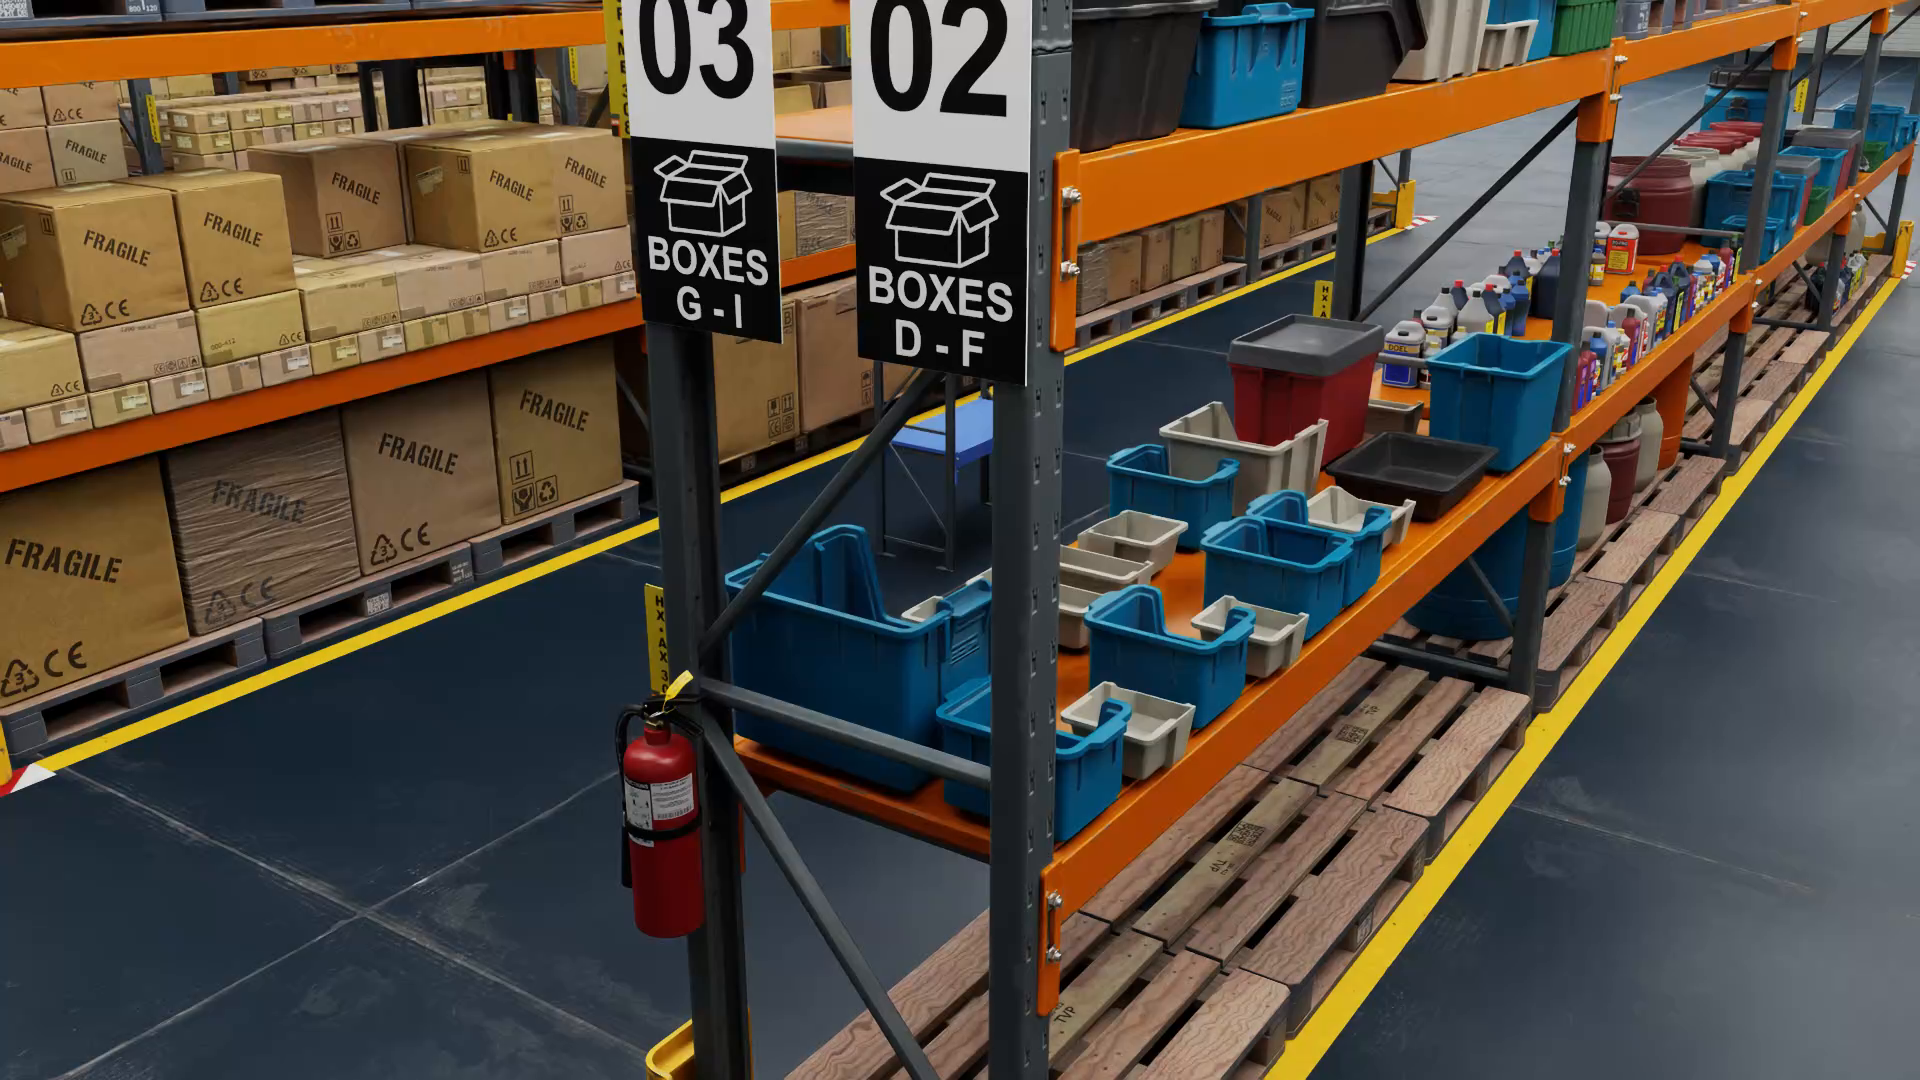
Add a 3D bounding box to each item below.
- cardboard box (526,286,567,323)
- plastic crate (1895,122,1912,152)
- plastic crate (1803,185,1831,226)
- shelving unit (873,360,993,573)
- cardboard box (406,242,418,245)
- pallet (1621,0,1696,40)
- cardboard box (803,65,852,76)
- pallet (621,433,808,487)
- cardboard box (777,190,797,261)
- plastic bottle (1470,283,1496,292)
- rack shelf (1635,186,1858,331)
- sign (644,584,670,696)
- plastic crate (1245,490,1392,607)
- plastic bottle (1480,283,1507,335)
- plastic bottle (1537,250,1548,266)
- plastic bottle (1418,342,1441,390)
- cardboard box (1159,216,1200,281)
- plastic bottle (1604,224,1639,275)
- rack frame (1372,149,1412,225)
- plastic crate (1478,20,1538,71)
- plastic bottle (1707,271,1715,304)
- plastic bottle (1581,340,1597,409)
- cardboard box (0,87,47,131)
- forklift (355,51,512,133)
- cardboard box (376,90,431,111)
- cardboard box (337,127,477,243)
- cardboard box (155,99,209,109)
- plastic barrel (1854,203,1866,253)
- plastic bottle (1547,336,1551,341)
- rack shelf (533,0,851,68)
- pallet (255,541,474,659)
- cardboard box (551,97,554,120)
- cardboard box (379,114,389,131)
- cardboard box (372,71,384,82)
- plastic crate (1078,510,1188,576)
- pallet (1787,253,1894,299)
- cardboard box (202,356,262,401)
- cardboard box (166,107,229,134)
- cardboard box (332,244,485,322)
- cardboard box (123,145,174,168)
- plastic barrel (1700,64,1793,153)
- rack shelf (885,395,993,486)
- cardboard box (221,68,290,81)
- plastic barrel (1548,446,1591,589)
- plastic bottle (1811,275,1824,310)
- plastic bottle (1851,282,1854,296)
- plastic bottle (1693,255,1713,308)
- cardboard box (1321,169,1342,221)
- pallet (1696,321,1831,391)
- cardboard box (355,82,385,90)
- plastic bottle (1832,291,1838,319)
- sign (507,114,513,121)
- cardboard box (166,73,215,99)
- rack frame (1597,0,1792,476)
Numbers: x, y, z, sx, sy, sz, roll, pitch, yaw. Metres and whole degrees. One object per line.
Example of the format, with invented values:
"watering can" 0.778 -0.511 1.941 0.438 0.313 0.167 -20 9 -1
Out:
"cardboard box" -2.282 -1.252 8.687 0.380 0.149 0.250 13 24 31
"plastic crate" 8.346 -3.688 15.127 0.499 0.251 0.408 13 24 32
"plastic crate" 5.755 -2.344 11.582 0.450 0.188 0.662 13 24 32
"shelving unit" 0.048 -0.728 9.071 0.538 1.500 1.048 13 24 32
"cardboard box" -2.857 -1.512 8.816 0.500 0.250 0.500 13 24 32
"pallet" 2.364 -2.265 7.012 1.213 0.211 1.003 13 24 32
"cardboard box" -0.637 -2.940 11.300 0.797 0.503 0.637 14 24 33
"pallet" -1.721 -0.596 10.573 1.003 0.211 1.213 13 24 32
"cardboard box" -1.345 -1.943 10.049 0.500 0.500 0.500 13 24 32
"plastic bottle" 2.523 -1.108 8.116 0.152 0.276 0.135 13 24 32
"rack shelf" 5.377 -2.086 11.619 1.077 0.370 4.000 13 24 32
"sign" -0.709 0.266 3.986 0.100 0.325 0.005 13 24 32
"plastic crate" 1.075 0.025 5.028 0.416 0.233 0.300 13 24 32
"plastic bottle" 2.473 -1.032 7.801 0.144 0.351 0.185 13 24 32
"plastic bottle" 3.134 -1.435 9.007 0.097 0.271 0.097 0 20 0
"plastic bottle" 2.072 -0.766 7.299 0.097 0.201 0.097 0 20 0
"cardboard box" 1.758 -2.692 15.189 0.700 0.500 0.500 13 24 31
"plastic bottle" 3.868 -1.701 9.719 0.152 0.276 0.135 13 24 32
"rack frame" 4.653 -5.111 18.759 1.000 3.000 0.127 13 24 32
"plastic crate" 1.604 -1.546 5.178 0.293 0.136 0.466 13 24 32
"plastic bottle" 4.004 -1.378 8.953 0.097 0.201 0.097 0 20 0
"plastic bottle" 2.638 -0.708 7.023 0.061 0.283 0.133 13 24 32
"cardboard box" -6.465 -2.983 10.991 0.500 0.500 0.500 12 24 30
"forklift" -3.782 -2.609 12.094 1.130 2.935 3.031 -13 24 -32
"cardboard box" -4.514 -3.570 13.491 0.380 0.149 0.250 15 25 34
"cardboard box" -2.856 -1.862 8.681 0.500 0.500 0.500 13 24 32
"cardboard box" -5.923 -3.253 12.635 0.380 0.149 0.250 12 24 30
"plastic barrel" 8.443 -2.972 15.956 0.421 0.512 0.421 0 20 0
"plastic bottle" 2.492 -0.729 6.982 0.144 0.351 0.185 13 24 32
"rack shelf" -0.968 -3.312 10.607 1.077 0.370 4.000 13 24 32
"pallet" -3.270 0.194 8.436 1.003 0.211 1.213 13 24 32
"cardboard box" -3.858 -4.041 15.721 0.500 0.500 0.500 13 24 32
"cardboard box" -4.658 -3.356 13.341 0.380 0.149 0.250 13 24 31
"cardboard box" -6.755 -5.339 19.132 0.380 0.149 0.250 14 25 33
"plastic crate" 0.526 0.018 5.186 0.298 0.136 0.250 13 24 32
"pallet" 8.285 -2.574 15.921 1.003 0.211 1.213 13 24 32
"cardboard box" -3.293 -0.735 7.292 0.380 0.149 0.250 13 24 31
"cardboard box" -5.536 -3.046 12.075 0.380 0.149 0.250 15 25 35
"cardboard box" -2.699 -1.264 8.146 0.500 0.250 0.500 14 24 33
"cardboard box" -6.078 -2.896 12.528 0.380 0.149 0.250 13 24 31
"plastic barrel" 6.033 -3.181 12.818 0.600 0.901 0.708 13 24 32
"rack shelf" 0.048 -0.559 9.133 0.538 0.185 1.000 13 24 32
"cardboard box" -7.596 -5.216 17.864 0.500 0.500 0.500 12 24 30
"plastic barrel" 2.722 -0.271 8.093 0.600 0.901 0.708 13 24 32
"plastic bottle" 7.113 -2.055 13.777 0.061 0.283 0.133 13 24 32
"plastic bottle" 7.582 -2.173 14.215 0.097 0.201 0.097 0 20 0
"plastic bottle" 3.949 -1.383 8.865 0.097 0.271 0.097 0 20 0
"cardboard box" 3.981 -3.782 18.163 0.500 0.500 0.500 -17 26 -38
"pallet" 6.092 -1.457 12.899 1.003 0.211 1.213 13 24 32
"cardboard box" -4.900 -3.775 14.045 0.380 0.149 0.250 15 25 34
"plastic bottle" 7.043 -1.930 13.458 0.097 0.271 0.097 0 20 0
"sign" -2.547 -2.277 9.543 0.100 0.325 0.005 13 24 32
"cardboard box" -8.102 -4.724 17.208 0.500 0.250 0.500 13 24 32
"rack frame" 4.252 -1.850 9.943 1.000 3.000 0.127 13 24 32
